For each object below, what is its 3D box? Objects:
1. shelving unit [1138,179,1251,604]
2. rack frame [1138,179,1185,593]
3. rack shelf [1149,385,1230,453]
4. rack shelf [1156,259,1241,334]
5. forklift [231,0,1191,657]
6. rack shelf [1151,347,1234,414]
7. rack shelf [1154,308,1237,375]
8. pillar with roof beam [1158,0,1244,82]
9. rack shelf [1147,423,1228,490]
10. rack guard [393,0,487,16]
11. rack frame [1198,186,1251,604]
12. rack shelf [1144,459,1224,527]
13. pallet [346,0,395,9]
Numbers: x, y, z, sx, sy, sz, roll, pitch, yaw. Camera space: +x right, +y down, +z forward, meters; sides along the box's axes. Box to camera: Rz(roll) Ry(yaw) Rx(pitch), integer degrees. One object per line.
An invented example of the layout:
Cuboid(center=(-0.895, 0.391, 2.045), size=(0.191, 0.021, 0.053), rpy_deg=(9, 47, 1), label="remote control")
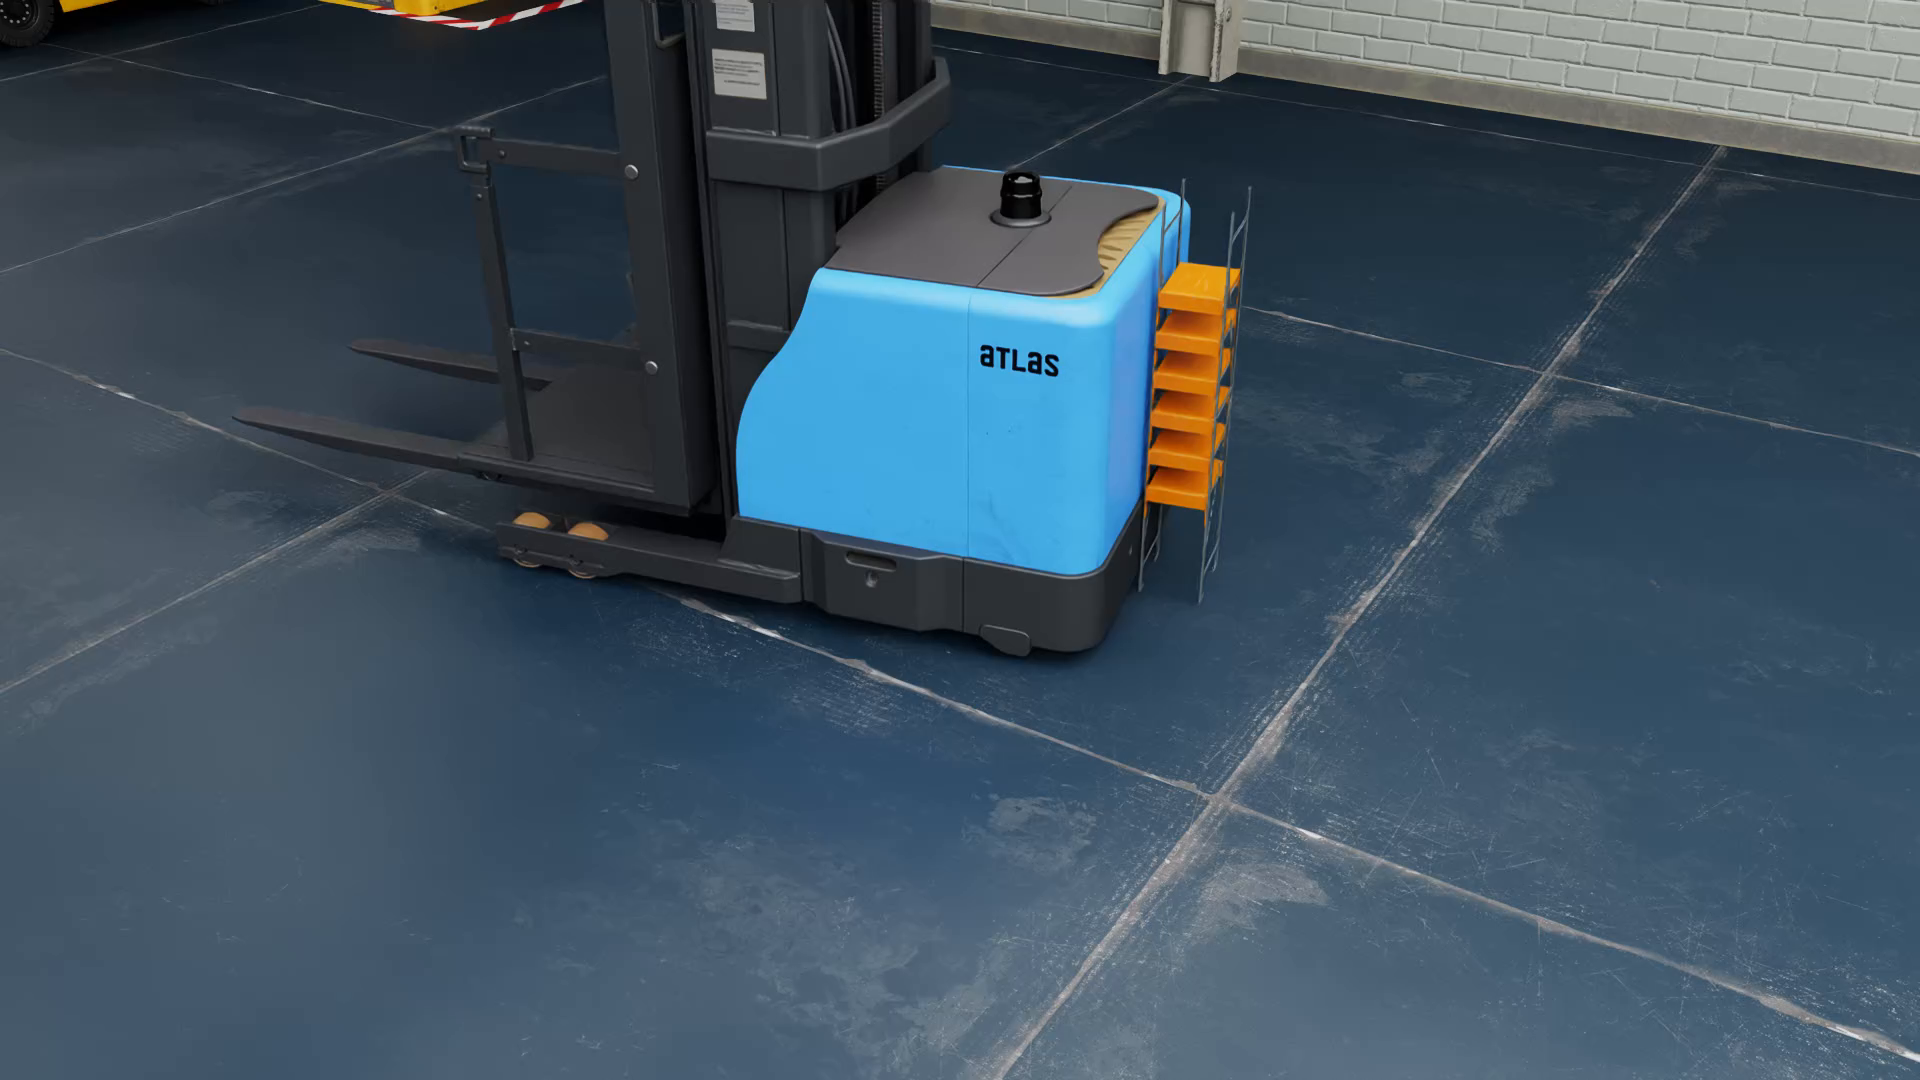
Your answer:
Cuboid(center=(0.662, -0.401, 4.747), size=(0.189, 1.200, 0.258), rpy_deg=(10, 32, 17), label="shelving unit")
Cuboid(center=(0.576, -0.417, 4.774), size=(0.006, 1.200, 0.240), rpy_deg=(10, 32, 17), label="rack frame")
Cuboid(center=(0.662, -0.363, 4.770), size=(0.180, 0.103, 0.258), rpy_deg=(10, 32, 17), label="rack shelf")
Cuboid(center=(0.662, -0.674, 4.588), size=(0.180, 0.103, 0.258), rpy_deg=(10, 32, 17), label="rack shelf")
Cuboid(center=(-0.884, -1.386, 4.718), size=(3.031, 2.935, 1.130), rpy_deg=(10, 32, 17), label="forklift")
Cuboid(center=(0.662, -0.467, 4.709), size=(0.180, 0.103, 0.258), rpy_deg=(10, 32, 17), label="rack shelf")
Cuboid(center=(0.662, -0.570, 4.649), size=(0.180, 0.103, 0.258), rpy_deg=(10, 32, 17), label="rack shelf")
Cuboid(center=(-0.836, -4.903, 4.724), size=(0.400, 9.000, 9.100), rpy_deg=(18, 35, 27), label="pillar with roof beam")
Cuboid(center=(0.662, -0.259, 4.830), size=(0.180, 0.103, 0.258), rpy_deg=(10, 32, 17), label="rack shelf")
Cuboid(center=(-3.498, -4.099, 11.780), size=(0.348, 0.500, 1.175), rpy_deg=(18, 35, 27), label="rack guard")
Cuboid(center=(0.749, -0.386, 4.721), size=(0.006, 1.200, 0.240), rpy_deg=(10, 32, 17), label="rack frame")
Cuboid(center=(0.662, -0.156, 4.891), size=(0.180, 0.103, 0.258), rpy_deg=(10, 32, 17), label="rack shelf")
Cuboid(center=(-4.188, -4.168, 12.184), size=(1.213, 0.211, 1.003), rpy_deg=(18, 35, 27), label="pallet")
